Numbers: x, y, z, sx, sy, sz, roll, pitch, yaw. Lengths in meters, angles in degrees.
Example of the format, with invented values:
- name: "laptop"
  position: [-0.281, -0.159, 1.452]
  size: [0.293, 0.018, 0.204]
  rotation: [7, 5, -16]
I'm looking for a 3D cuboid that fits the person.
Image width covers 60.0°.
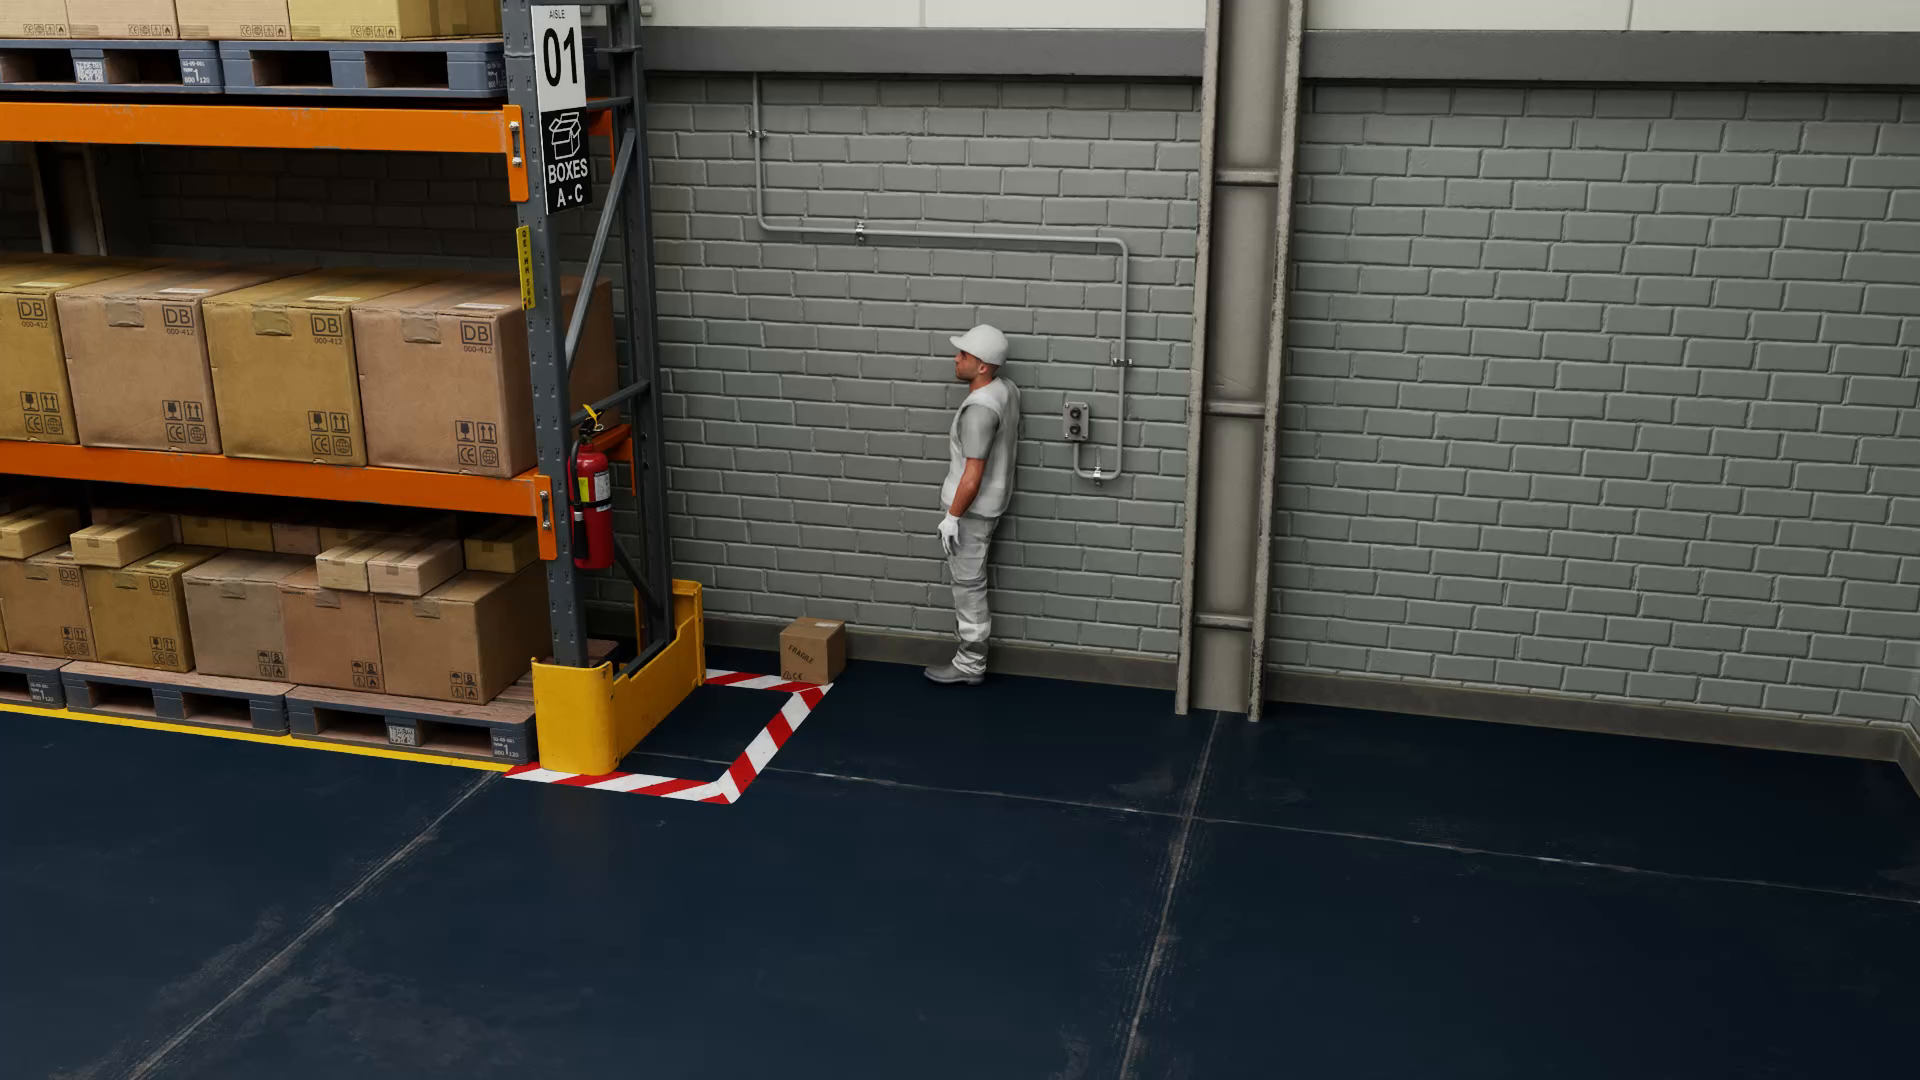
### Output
- name: "person"
  position: [-0.009, -0.163, 7.984]
  size: [0.558, 1.790, 0.637]
  rotation: [5, 19, 14]
